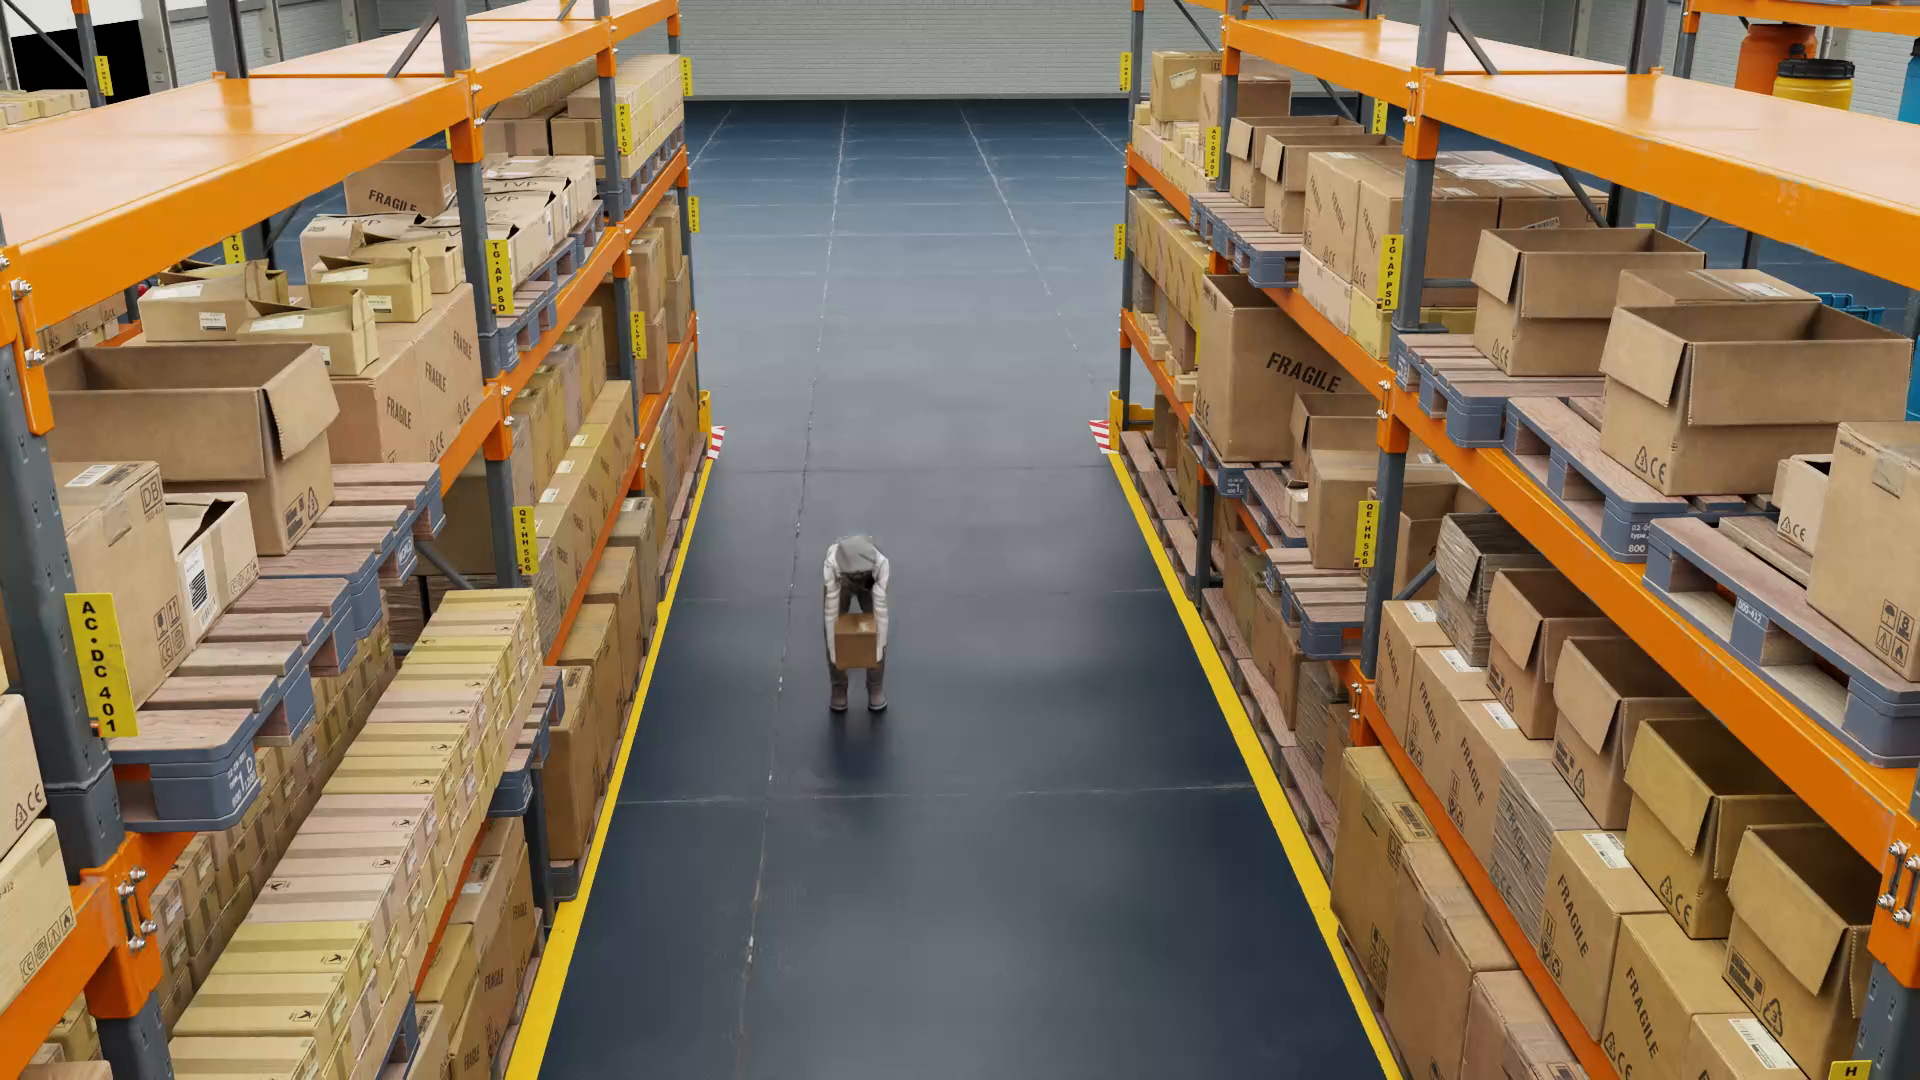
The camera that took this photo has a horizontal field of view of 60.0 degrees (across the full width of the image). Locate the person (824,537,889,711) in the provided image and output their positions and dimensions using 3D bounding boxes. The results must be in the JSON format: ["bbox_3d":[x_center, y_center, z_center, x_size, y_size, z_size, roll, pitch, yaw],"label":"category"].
[{"bbox_3d":[-0.637,0.506,10.244,0.408,1.306,0.887,-2,21,-4],"label":"person"}]
